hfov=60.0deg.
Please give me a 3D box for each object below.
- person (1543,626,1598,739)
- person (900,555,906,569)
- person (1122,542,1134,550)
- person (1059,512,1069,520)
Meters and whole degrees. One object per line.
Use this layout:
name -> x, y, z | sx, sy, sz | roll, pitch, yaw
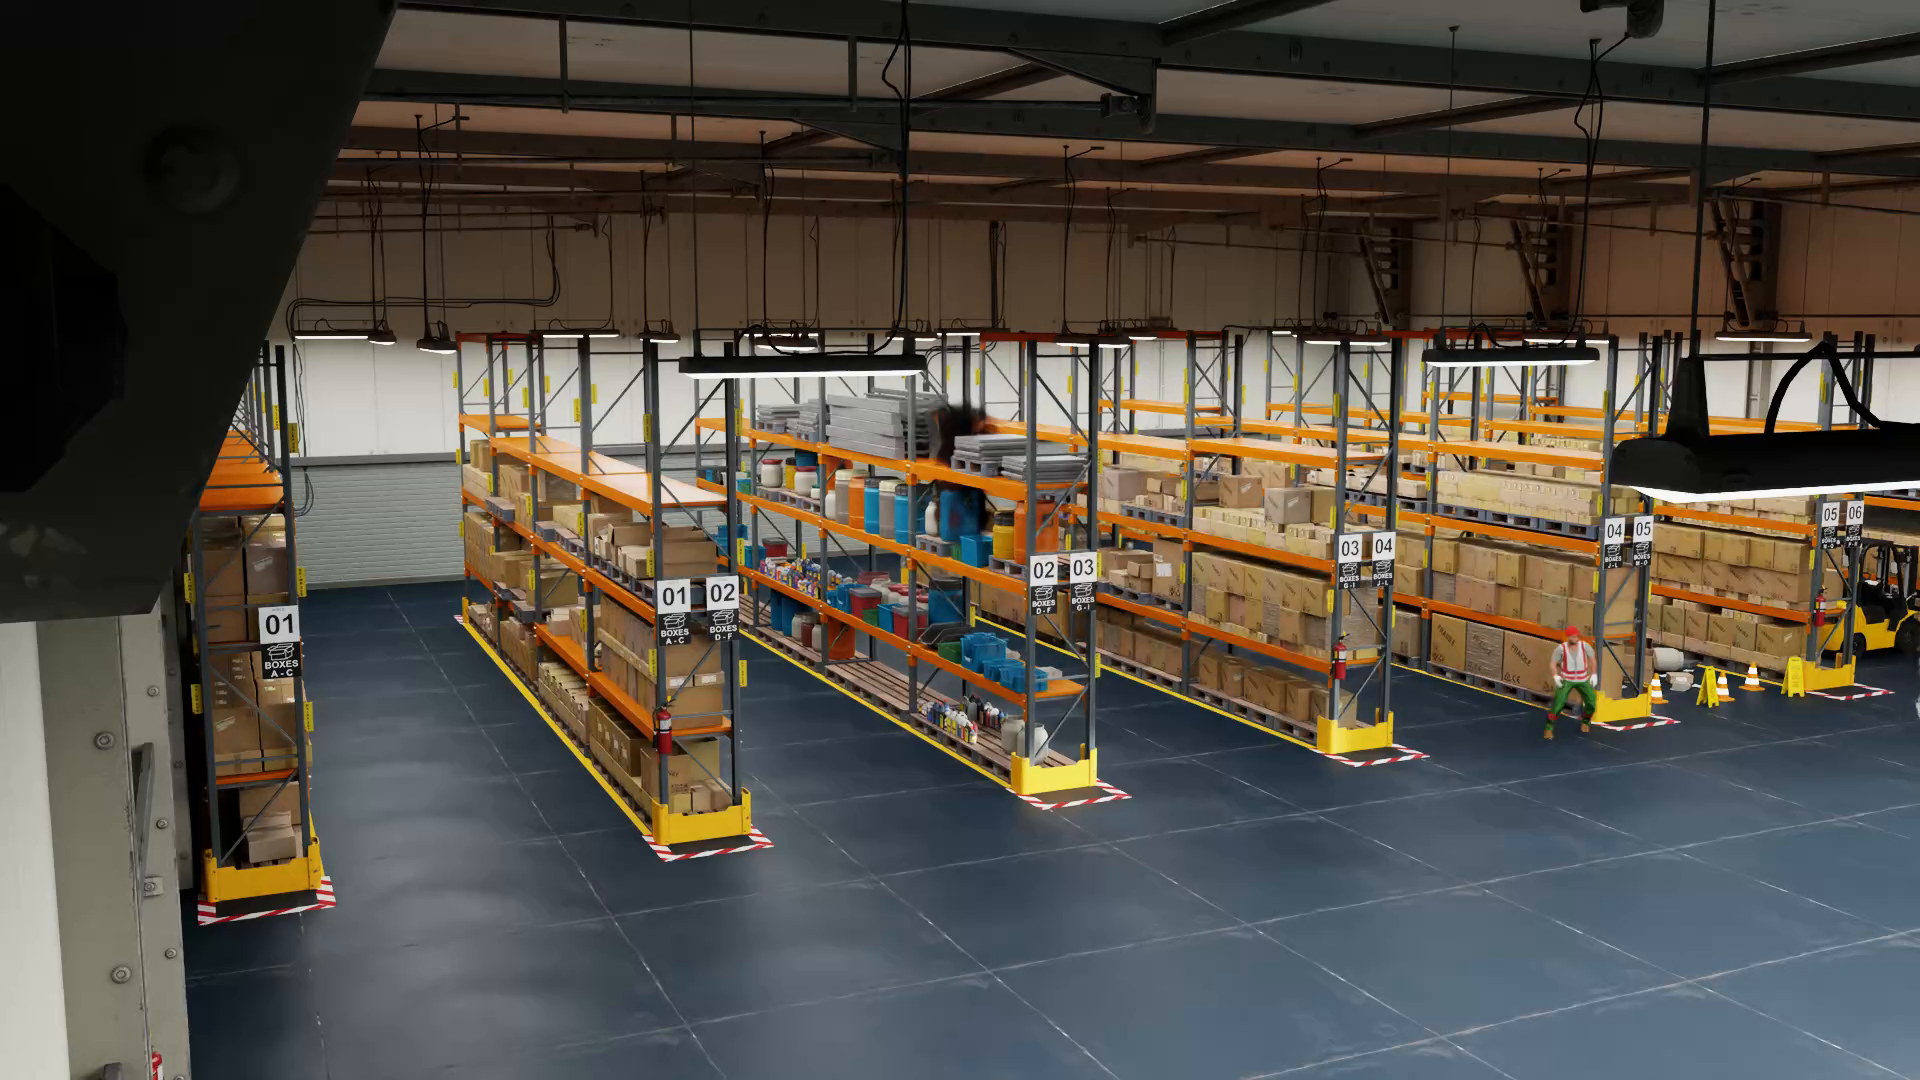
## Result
person -> 9.242, 2.126, 25.114 | 0.800, 1.701, 0.672 | 1, 8, 6
person -> -1.216, -0.132, 41.607 | 0.701, 1.805, 0.690 | -4, 9, -30
person -> 3.414, 0.930, 33.672 | 0.622, 1.819, 0.731 | -5, 9, -31
person -> 2.581, -0.003, 41.243 | 0.615, 1.668, 0.784 | 3, 8, 23
